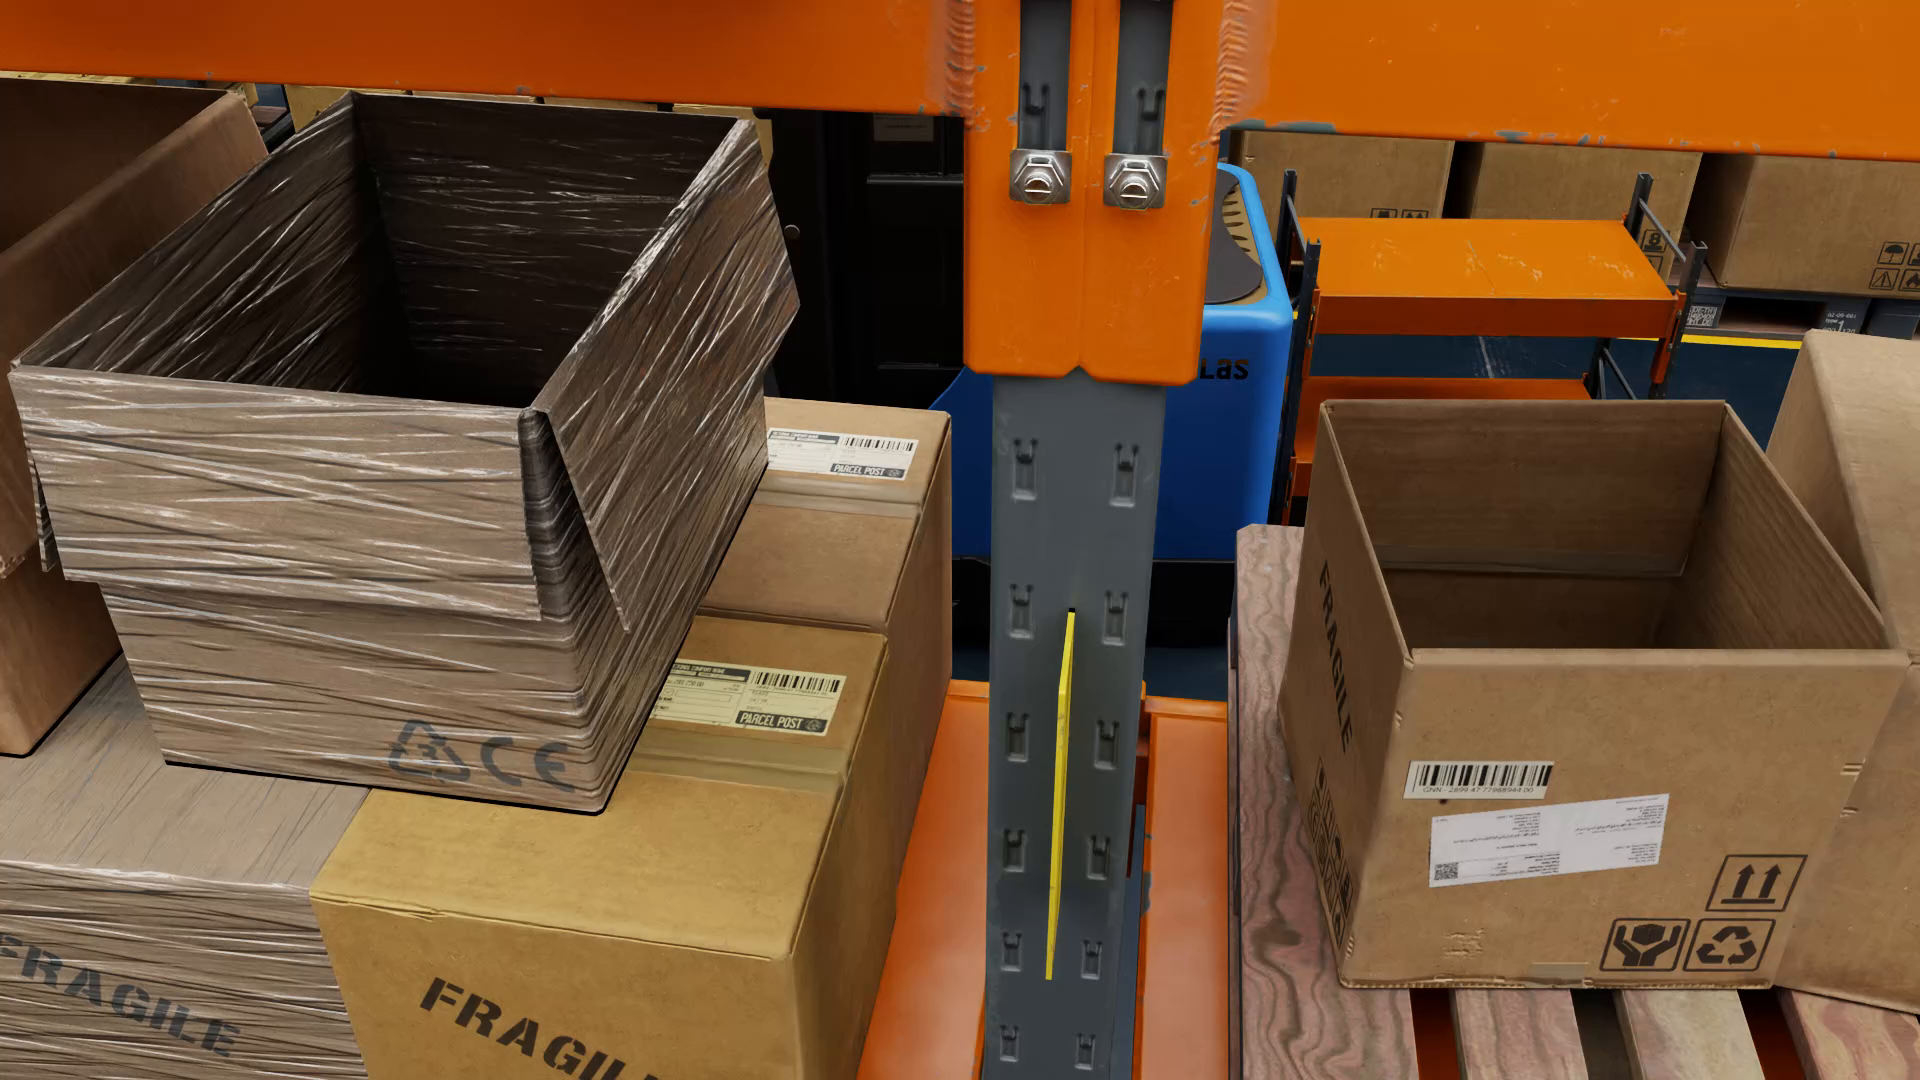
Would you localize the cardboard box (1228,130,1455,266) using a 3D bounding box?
[{"bbox_3d":[1.474,-1.641,6.542,0.750,0.750,1.050,4,36,5],"label":"cardboard box"}]

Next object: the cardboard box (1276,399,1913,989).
[{"bbox_3d":[0.690,0.173,1.978,0.500,0.500,0.500,0,36,0],"label":"cardboard box"}]

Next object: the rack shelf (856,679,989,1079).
[{"bbox_3d":[-1.834,0.513,2.569,4.000,0.370,1.077,4,36,6],"label":"rack shelf"}]

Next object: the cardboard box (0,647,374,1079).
[{"bbox_3d":[-0.865,0.393,2.031,0.500,0.500,0.500,4,36,6],"label":"cardboard box"}]

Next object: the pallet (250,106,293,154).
[{"bbox_3d":[-3.757,-1.673,7.412,1.213,0.211,1.003,4,36,6],"label":"pallet"}]

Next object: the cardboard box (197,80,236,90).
[{"bbox_3d":[-3.405,-2.121,7.477,0.250,0.149,0.380,6,36,8],"label":"cardboard box"}]

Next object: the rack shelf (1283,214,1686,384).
[{"bbox_3d":[1.459,-0.703,4.763,1.000,0.278,0.538,1,36,1],"label":"rack shelf"}]

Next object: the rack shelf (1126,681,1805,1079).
[{"bbox_3d":[2.133,0.809,2.154,4.000,0.370,1.077,4,36,6],"label":"rack shelf"}]

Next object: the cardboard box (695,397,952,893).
[{"bbox_3d":[-0.298,0.134,2.393,0.500,0.500,0.500,5,36,7],"label":"cardboard box"}]

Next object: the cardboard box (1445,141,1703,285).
[{"bbox_3d":[2.342,-1.578,6.454,0.750,0.750,1.050,5,36,7],"label":"cardboard box"}]

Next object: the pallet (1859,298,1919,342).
[{"bbox_3d":[4.074,-1.065,6.561,1.213,0.211,1.003,4,36,6],"label":"pallet"}]

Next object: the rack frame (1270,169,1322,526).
[{"bbox_3d":[0.951,-0.472,4.943,0.032,1.125,0.500,1,36,1],"label":"rack frame"}]

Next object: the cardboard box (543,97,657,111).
[{"bbox_3d":[-1.341,-1.655,6.778,0.500,0.500,0.500,5,36,7],"label":"cardboard box"}]

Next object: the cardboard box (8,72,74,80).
[{"bbox_3d":[-3.731,-1.904,6.916,0.250,0.149,0.380,5,36,7],"label":"cardboard box"}]

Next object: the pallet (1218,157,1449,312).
[{"bbox_3d":[1.654,-1.246,6.814,1.213,0.211,1.003,4,36,6],"label":"pallet"}]

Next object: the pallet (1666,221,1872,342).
[{"bbox_3d":[2.860,-1.154,6.685,1.213,0.211,1.003,4,36,6],"label":"pallet"}]

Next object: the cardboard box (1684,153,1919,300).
[{"bbox_3d":[3.265,-1.509,6.358,0.750,0.750,1.050,4,36,6],"label":"cardboard box"}]

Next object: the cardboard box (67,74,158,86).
[{"bbox_3d":[-3.472,-1.908,6.921,0.250,0.149,0.380,5,36,7],"label":"cardboard box"}]

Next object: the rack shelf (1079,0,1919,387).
[{"bbox_3d":[2.133,-0.412,1.283,4.000,0.370,1.077,4,36,6],"label":"rack shelf"}]

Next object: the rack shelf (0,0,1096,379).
[{"bbox_3d":[-1.834,-0.708,1.697,4.000,0.370,1.077,4,36,6],"label":"rack shelf"}]

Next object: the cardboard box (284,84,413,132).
[{"bbox_3d":[-2.387,-1.724,6.874,0.500,0.500,0.500,6,36,8],"label":"cardboard box"}]

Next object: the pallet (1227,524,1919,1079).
[{"bbox_3d":[0.870,0.437,2.220,1.003,0.211,1.213,4,36,6],"label":"pallet"}]

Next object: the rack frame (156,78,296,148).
[{"bbox_3d":[-3.086,-2.778,6.561,0.127,3.000,1.000,4,36,6],"label":"rack frame"}]

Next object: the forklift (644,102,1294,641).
[{"bbox_3d":[-0.630,-1.203,4.412,3.031,2.935,1.130,1,36,1],"label":"forklift"}]

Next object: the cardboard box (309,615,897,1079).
[{"bbox_3d":[-0.372,0.433,1.975,0.500,0.500,0.500,5,36,7],"label":"cardboard box"}]

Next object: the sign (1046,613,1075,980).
[{"bbox_3d":[0.082,0.217,1.368,0.005,0.325,0.100,4,36,6],"label":"sign"}]

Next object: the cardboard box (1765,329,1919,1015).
[{"bbox_3d":[1.257,0.157,2.001,0.500,0.500,0.700,9,37,13],"label":"cardboard box"}]

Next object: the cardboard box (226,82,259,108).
[{"bbox_3d":[-3.406,-2.001,7.564,0.250,0.149,0.380,3,36,4],"label":"cardboard box"}]

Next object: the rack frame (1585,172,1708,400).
[{"bbox_3d":[1.967,-0.458,4.923,0.032,1.125,0.500,1,36,1],"label":"rack frame"}]

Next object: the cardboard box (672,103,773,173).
[{"bbox_3d":[-0.846,-1.604,6.706,0.500,0.500,0.500,3,36,4],"label":"cardboard box"}]

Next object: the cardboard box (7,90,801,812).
[{"bbox_3d":[-0.574,-0.145,1.921,0.637,0.503,0.797,5,36,8],"label":"cardboard box"}]

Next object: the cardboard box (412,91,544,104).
[{"bbox_3d":[-1.862,-1.686,6.821,0.500,0.500,0.500,6,36,8],"label":"cardboard box"}]

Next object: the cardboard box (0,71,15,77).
[{"bbox_3d":[-3.978,-1.918,6.936,0.250,0.149,0.380,4,36,6],"label":"cardboard box"}]

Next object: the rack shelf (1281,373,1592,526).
[{"bbox_3d":[1.459,-0.266,5.075,1.000,0.278,0.538,1,36,1],"label":"rack shelf"}]

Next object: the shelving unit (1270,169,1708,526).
[{"bbox_3d":[1.459,-0.465,4.933,1.048,1.125,0.538,1,36,1],"label":"shelving unit"}]

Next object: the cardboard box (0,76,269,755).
[{"bbox_3d":[-1.220,-0.194,1.991,0.637,0.503,0.797,5,36,7],"label":"cardboard box"}]
